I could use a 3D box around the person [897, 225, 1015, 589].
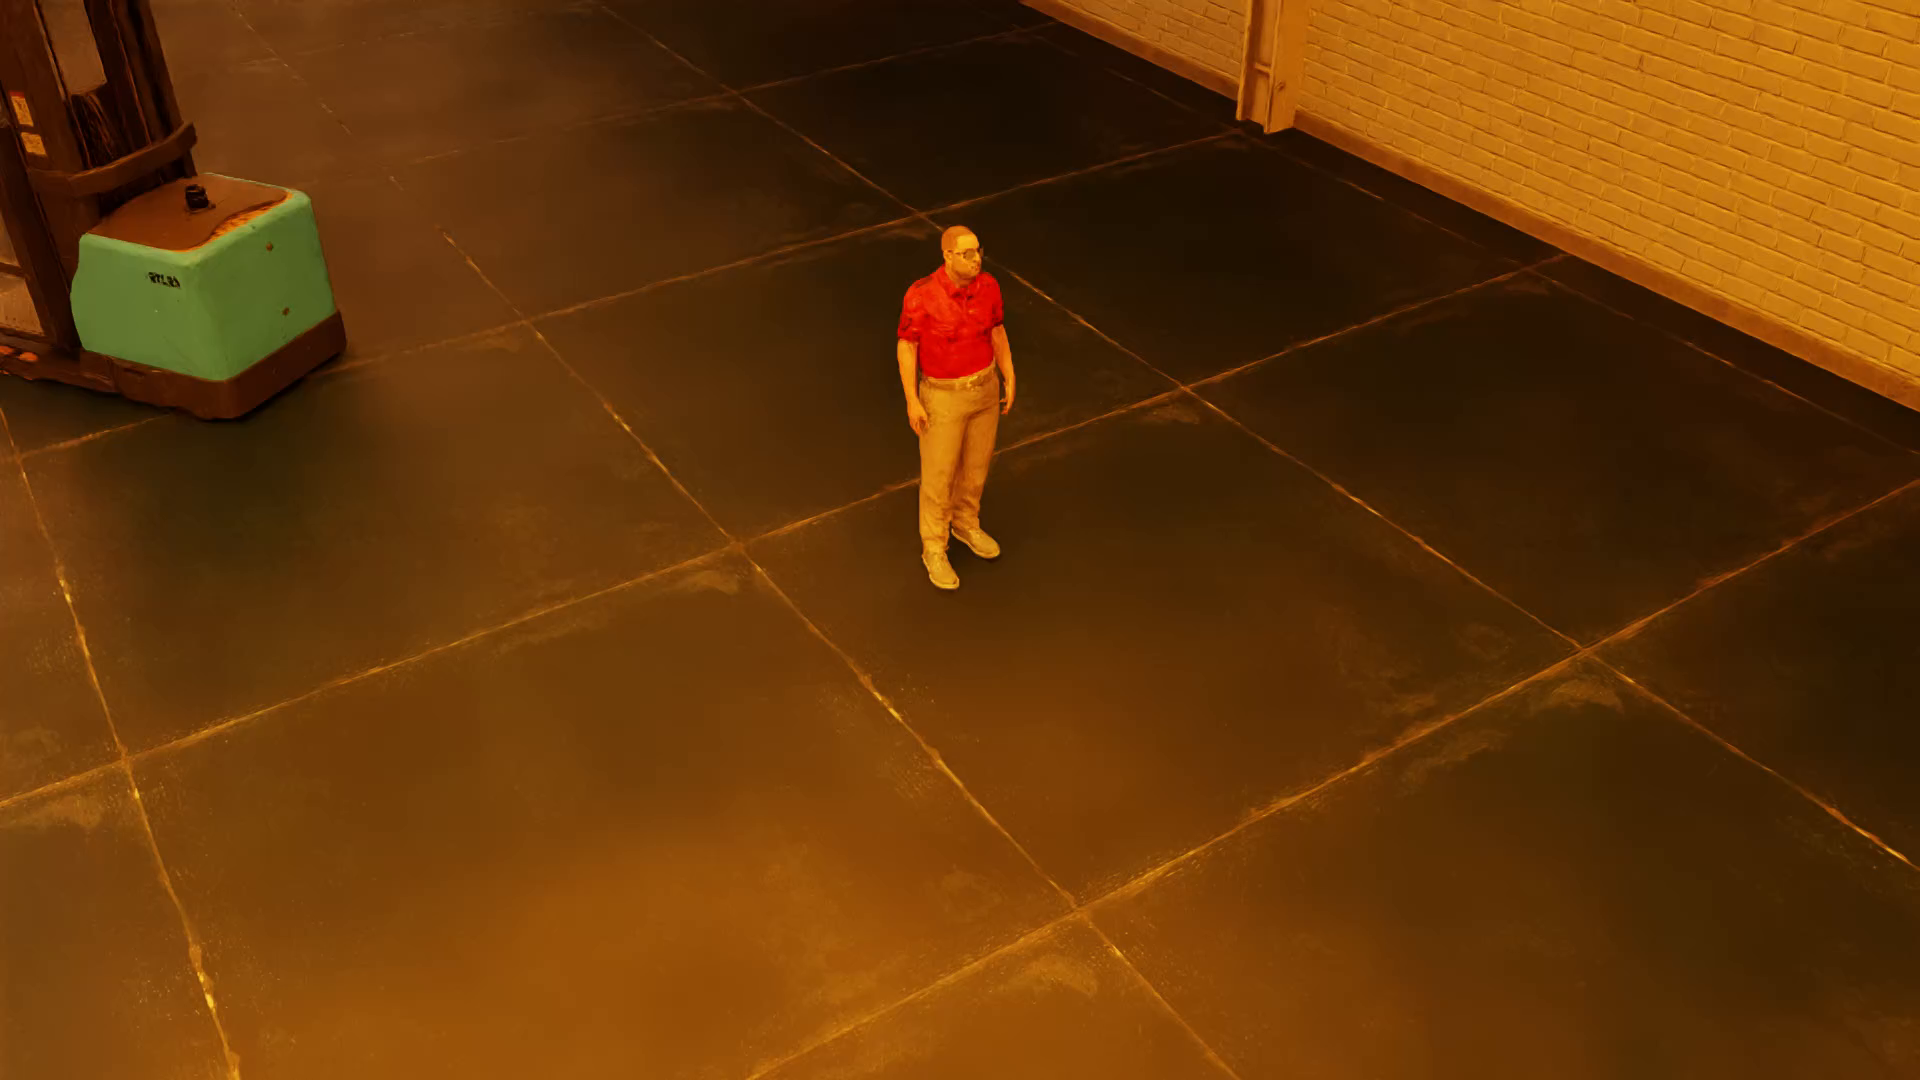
[{"bbox_3d":[0.039,-0.666,8.129,0.640,1.726,0.550,-21,40,-27],"label":"person"}]

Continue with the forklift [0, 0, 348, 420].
[{"bbox_3d":[-5.360,-2.434,9.612,3.031,2.935,1.130,13,37,18],"label":"forklift"}]
